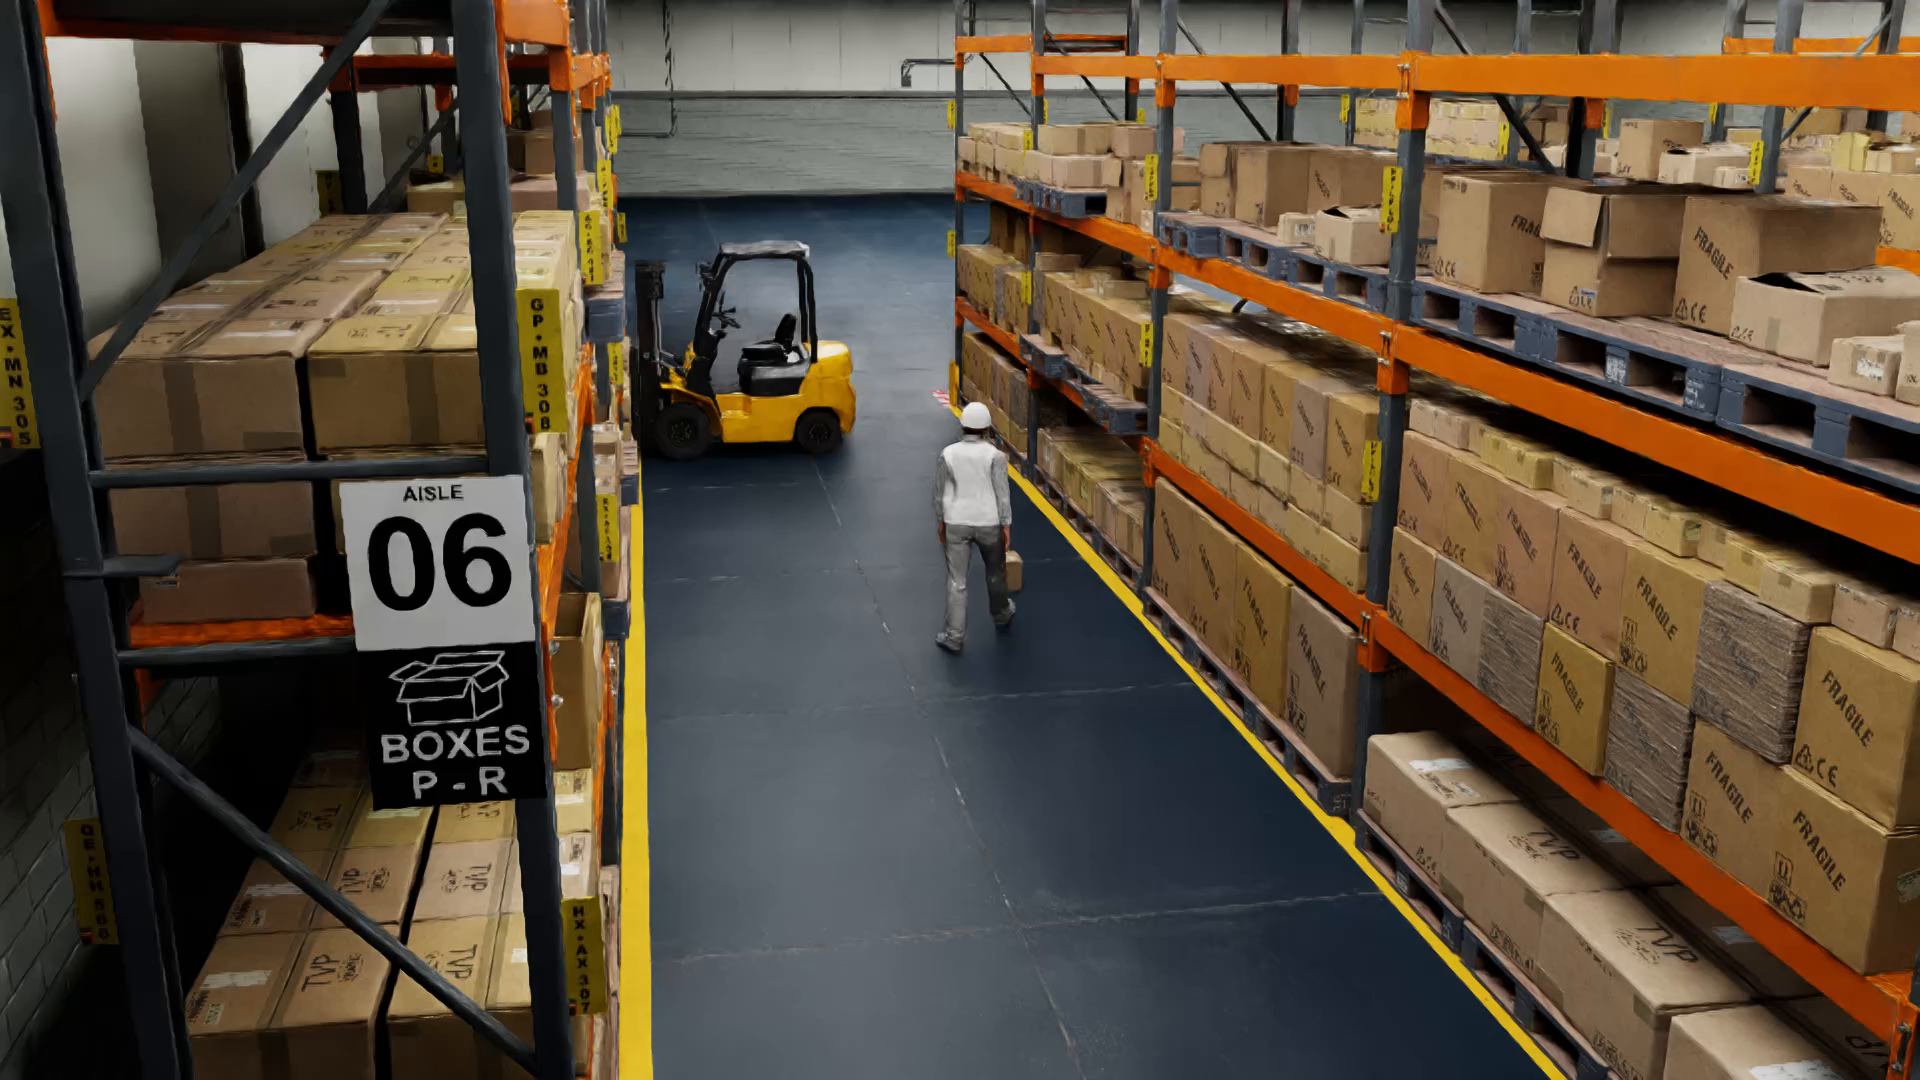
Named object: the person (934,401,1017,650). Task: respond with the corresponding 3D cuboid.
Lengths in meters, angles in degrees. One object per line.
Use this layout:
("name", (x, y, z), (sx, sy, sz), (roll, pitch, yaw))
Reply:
("person", (0.103, -0.139, 12.023), (0.582, 1.735, 0.945), (3, 16, 9))
